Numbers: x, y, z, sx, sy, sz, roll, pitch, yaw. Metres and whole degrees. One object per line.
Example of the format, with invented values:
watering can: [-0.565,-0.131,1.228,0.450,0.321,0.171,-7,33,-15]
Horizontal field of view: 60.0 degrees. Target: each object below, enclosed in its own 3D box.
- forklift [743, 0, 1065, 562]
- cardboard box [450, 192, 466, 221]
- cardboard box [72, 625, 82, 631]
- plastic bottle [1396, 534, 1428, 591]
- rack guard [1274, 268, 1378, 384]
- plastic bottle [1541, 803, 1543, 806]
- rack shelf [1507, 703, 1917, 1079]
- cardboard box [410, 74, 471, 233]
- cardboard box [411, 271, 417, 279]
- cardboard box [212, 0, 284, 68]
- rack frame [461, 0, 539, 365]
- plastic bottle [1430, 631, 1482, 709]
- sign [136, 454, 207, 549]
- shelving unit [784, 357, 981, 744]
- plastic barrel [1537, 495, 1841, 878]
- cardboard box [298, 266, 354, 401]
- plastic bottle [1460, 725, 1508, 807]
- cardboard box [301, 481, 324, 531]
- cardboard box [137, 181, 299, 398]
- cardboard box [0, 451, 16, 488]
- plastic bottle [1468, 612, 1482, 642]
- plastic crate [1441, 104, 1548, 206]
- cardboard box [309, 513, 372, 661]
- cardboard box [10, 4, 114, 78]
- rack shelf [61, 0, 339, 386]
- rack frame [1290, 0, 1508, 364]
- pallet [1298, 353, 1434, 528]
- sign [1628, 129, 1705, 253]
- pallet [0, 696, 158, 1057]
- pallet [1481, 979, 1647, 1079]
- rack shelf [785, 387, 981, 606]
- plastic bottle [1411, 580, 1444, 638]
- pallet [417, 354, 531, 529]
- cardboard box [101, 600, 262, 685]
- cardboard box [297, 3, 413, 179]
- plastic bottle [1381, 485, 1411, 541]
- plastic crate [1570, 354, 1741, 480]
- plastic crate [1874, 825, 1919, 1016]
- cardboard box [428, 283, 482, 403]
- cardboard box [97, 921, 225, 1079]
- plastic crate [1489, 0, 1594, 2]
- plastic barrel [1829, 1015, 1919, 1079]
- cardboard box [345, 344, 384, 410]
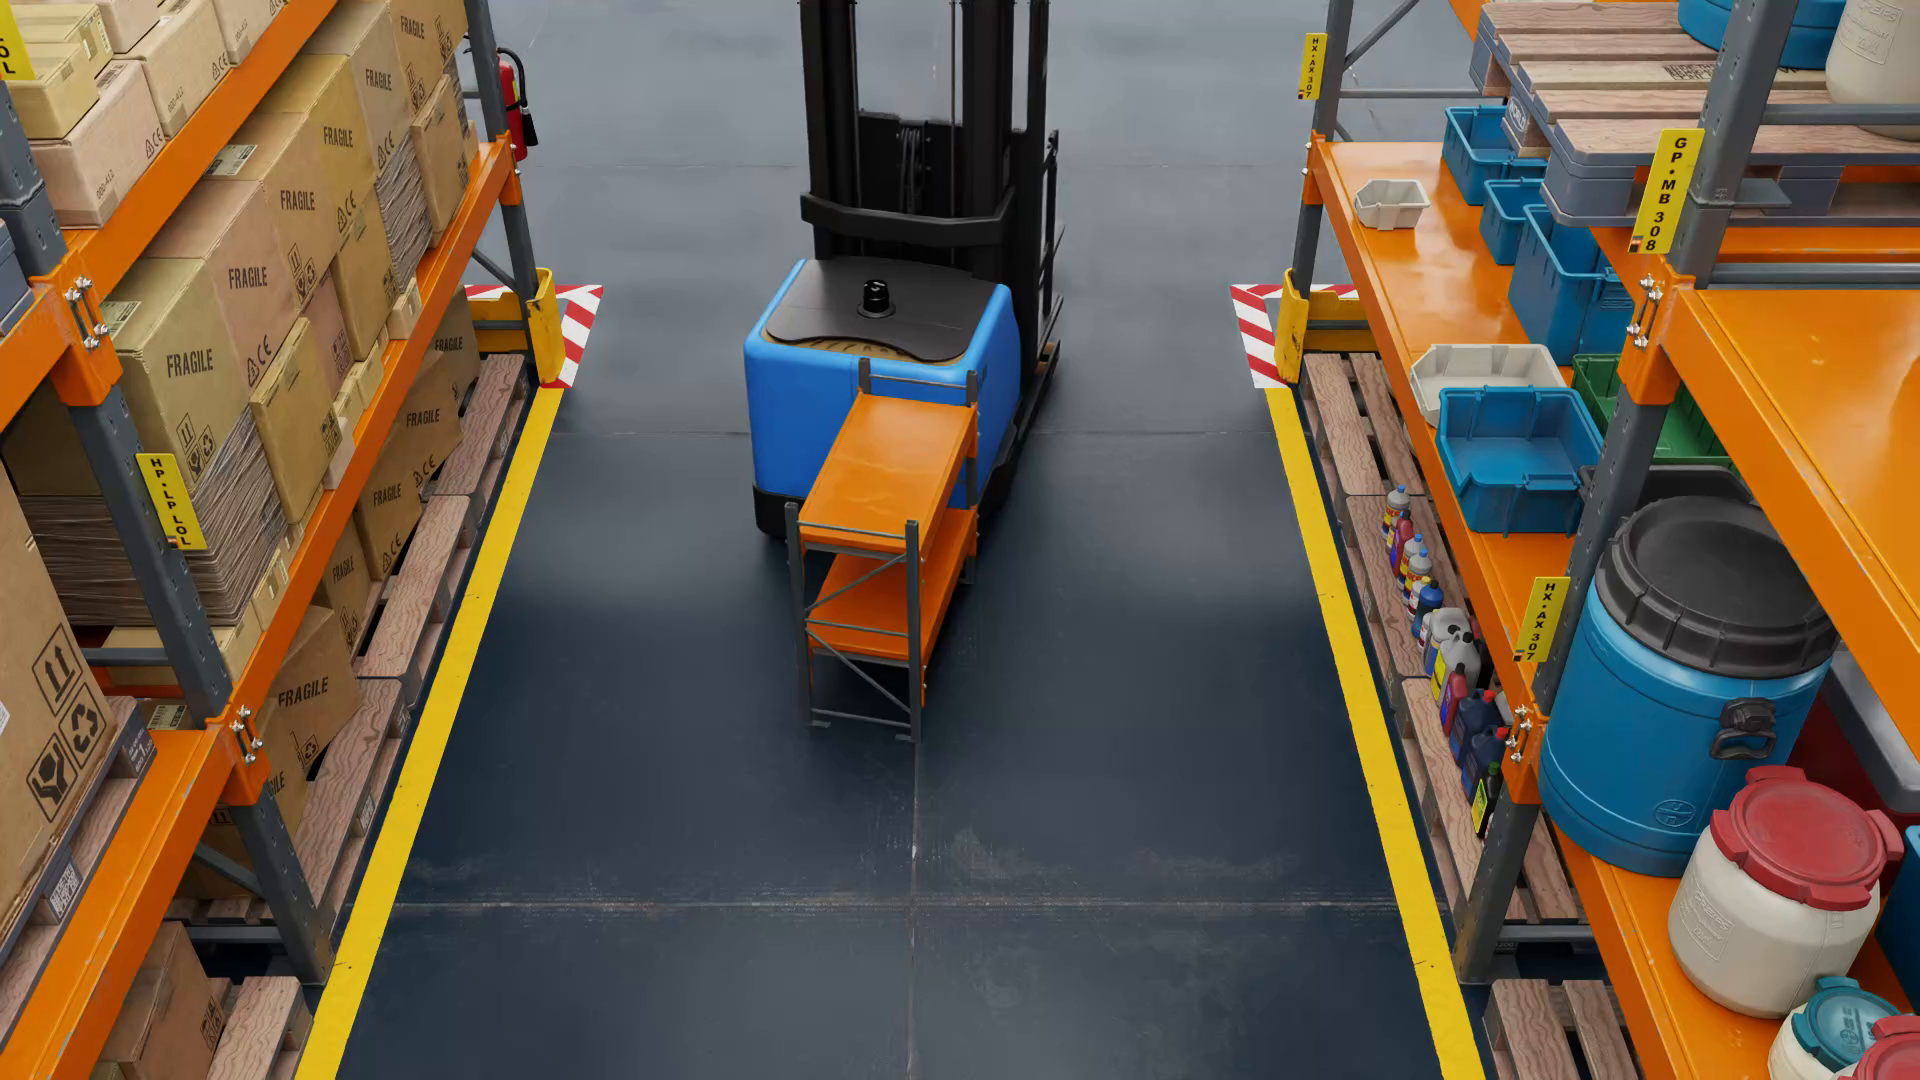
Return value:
forklift: [-0.091,-1.963,7.856,1.130,2.935,3.031,9,40,11]
cardboard box: [-2.459,-1.561,7.500,0.380,0.149,0.250,0,39,0]
cardboard box: [-2.997,0.159,5.353,0.380,0.149,0.250,0,39,0]
plastic bottle: [1.927,0.088,7.071,0.097,0.271,0.097,0,39,0]
rack guard: [2.283,-1.130,8.761,1.175,0.500,0.348,0,39,0]
plastic bottle: [2.096,0.808,6.110,0.144,0.351,0.185,0,39,0]
rack shelf: [2.243,1.880,3.581,1.077,0.370,4.000,0,39,0]
cardboard box: [-2.623,-1.648,7.090,0.875,0.500,0.500,0,39,0]
cardboard box: [-2.492,-1.092,6.915,0.380,0.149,0.250,0,39,0]
cardboard box: [-2.452,-1.683,5.173,0.500,0.250,0.500,-1,39,-2]
rack frame: [-2.717,-2.150,8.034,1.000,3.000,0.127,0,39,0]
plastic bottle: [1.951,0.486,6.512,0.144,0.351,0.185,0,39,0]
sign: [-2.157,-0.103,4.554,0.100,0.325,0.005,0,39,0]
shelving unit: [-0.286,0.032,6.810,0.538,1.125,1.048,8,39,10]
plastic barrel: [1.938,0.394,4.458,0.600,0.901,0.708,0,39,0]
cardboard box: [-2.718,-0.710,5.919,0.875,0.500,0.500,0,39,0]
plastic bottle: [1.952,0.808,6.110,0.144,0.351,0.185,-1,39,-1]
cardboard box: [-2.437,-0.154,5.744,0.380,0.149,0.250,0,39,0]
cardboard box: [-2.461,-0.788,5.217,0.500,0.500,0.500,0,39,0]
cardboard box: [-2.988,-0.475,4.826,0.500,0.500,0.500,0,39,0]
plastic bottle: [2.061,0.410,6.660,0.061,0.283,0.133,0,39,0]
plastic crate: [2.536,-1.782,7.694,0.499,0.251,0.616,0,39,0]
cardboard box: [-2.760,0.167,6.806,0.500,0.500,0.500,-3,39,-4]
cardboard box: [-2.473,-1.286,4.358,0.380,0.149,0.250,-2,39,-2]
rack shelf: [-2.715,-1.789,5.760,1.077,0.370,4.000,0,39,0]
rack frame: [2.236,-2.153,8.038,1.000,3.000,0.127,0,39,0]
pallet: [2.279,-0.509,8.217,1.003,0.211,1.213,0,39,0]
sign: [1.690,-0.832,3.984,0.100,0.325,0.005,0,39,0]
pallet: [-2.857,0.905,4.376,1.003,0.211,1.213,0,39,0]
pallet: [2.280,1.927,5.176,1.003,0.211,1.213,0,39,0]
rack shelf: [-0.286,-0.196,6.627,0.538,0.278,1.000,8,39,10]
plastic bottle: [1.927,0.278,6.835,0.097,0.271,0.097,0,39,0]
pallet: [-2.751,-0.506,8.212,1.003,0.211,1.213,0,39,0]
cardboard box: [-2.412,0.315,5.159,0.380,0.149,0.250,0,39,0]
cardboard box: [-2.465,-1.726,6.387,0.500,0.500,0.500,0,39,0]
plastic bottle: [1.926,-0.126,7.339,0.097,0.271,0.097,0,39,0]
plastic crate: [2.521,-0.418,6.043,0.450,0.188,0.662,0,39,0]
plastic crate: [2.553,1.044,4.061,0.392,0.384,0.575,0,39,0]
cardboard box: [-2.733,-0.947,8.197,0.500,0.500,0.500,7,39,8]
cardboard box: [-2.733,1.540,5.077,0.700,0.500,0.500,-3,39,-4]
plastic crate: [1.834,-1.723,5.313,0.243,0.136,0.396,0,39,0]
plastic barrel: [2.023,1.352,3.555,0.433,0.535,0.433,0,39,0]
cardboard box: [-2.427,-0.623,6.329,0.380,0.149,0.250,0,39,0]
